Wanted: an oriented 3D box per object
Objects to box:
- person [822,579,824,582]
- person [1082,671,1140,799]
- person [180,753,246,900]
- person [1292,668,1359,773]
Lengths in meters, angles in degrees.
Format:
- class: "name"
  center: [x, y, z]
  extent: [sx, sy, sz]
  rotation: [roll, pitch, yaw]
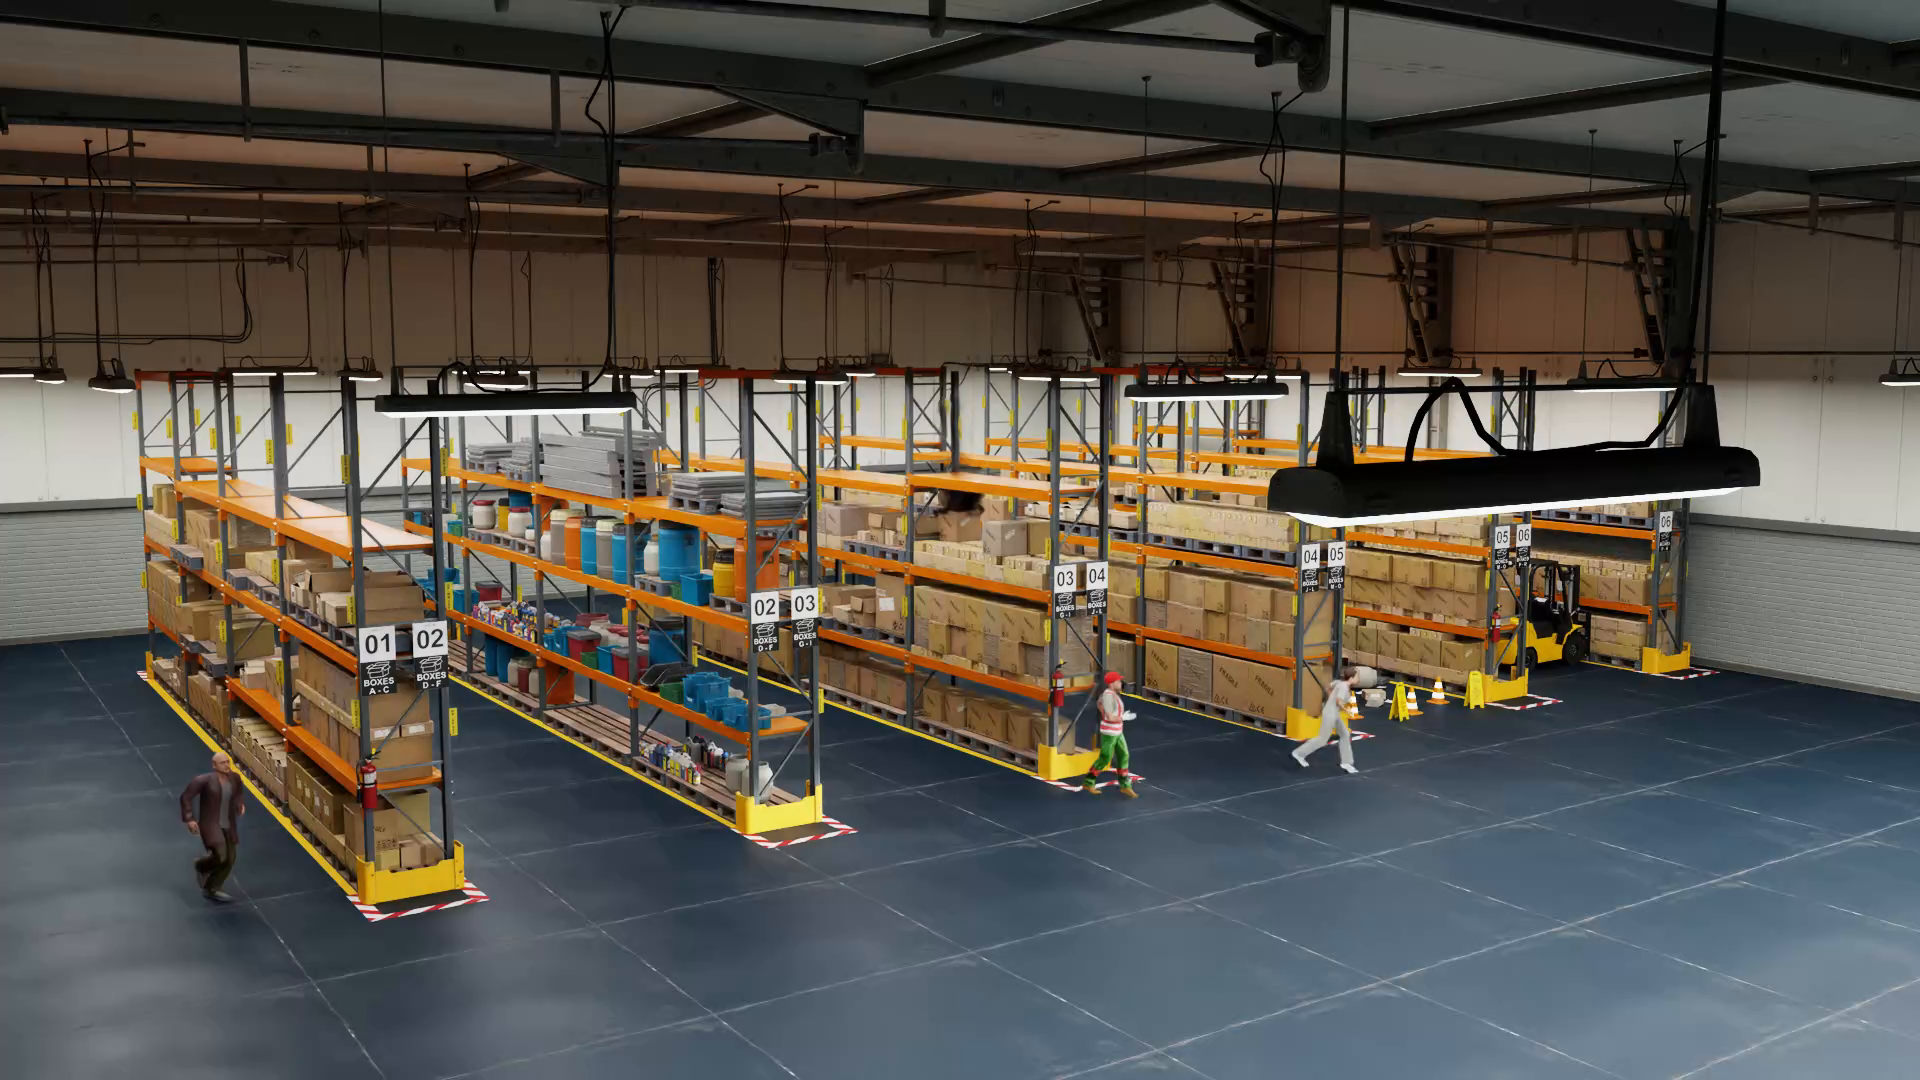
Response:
- class: "person"
  center: [-2.927, 1.620, 34.713]
  extent: [0.556, 1.697, 0.760]
  rotation: [-3, 7, -28]
- class: "person"
  center: [2.146, 2.763, 23.601]
  extent: [0.821, 1.830, 0.672]
  rotation: [2, 7, 15]
- class: "person"
  center: [-8.564, 3.313, 19.225]
  extent: [0.673, 1.732, 0.702]
  rotation: [4, 8, 31]
- class: "person"
  center: [5.538, 2.725, 25.140]
  extent: [1.004, 1.625, 0.601]
  rotation: [0, 6, 3]
